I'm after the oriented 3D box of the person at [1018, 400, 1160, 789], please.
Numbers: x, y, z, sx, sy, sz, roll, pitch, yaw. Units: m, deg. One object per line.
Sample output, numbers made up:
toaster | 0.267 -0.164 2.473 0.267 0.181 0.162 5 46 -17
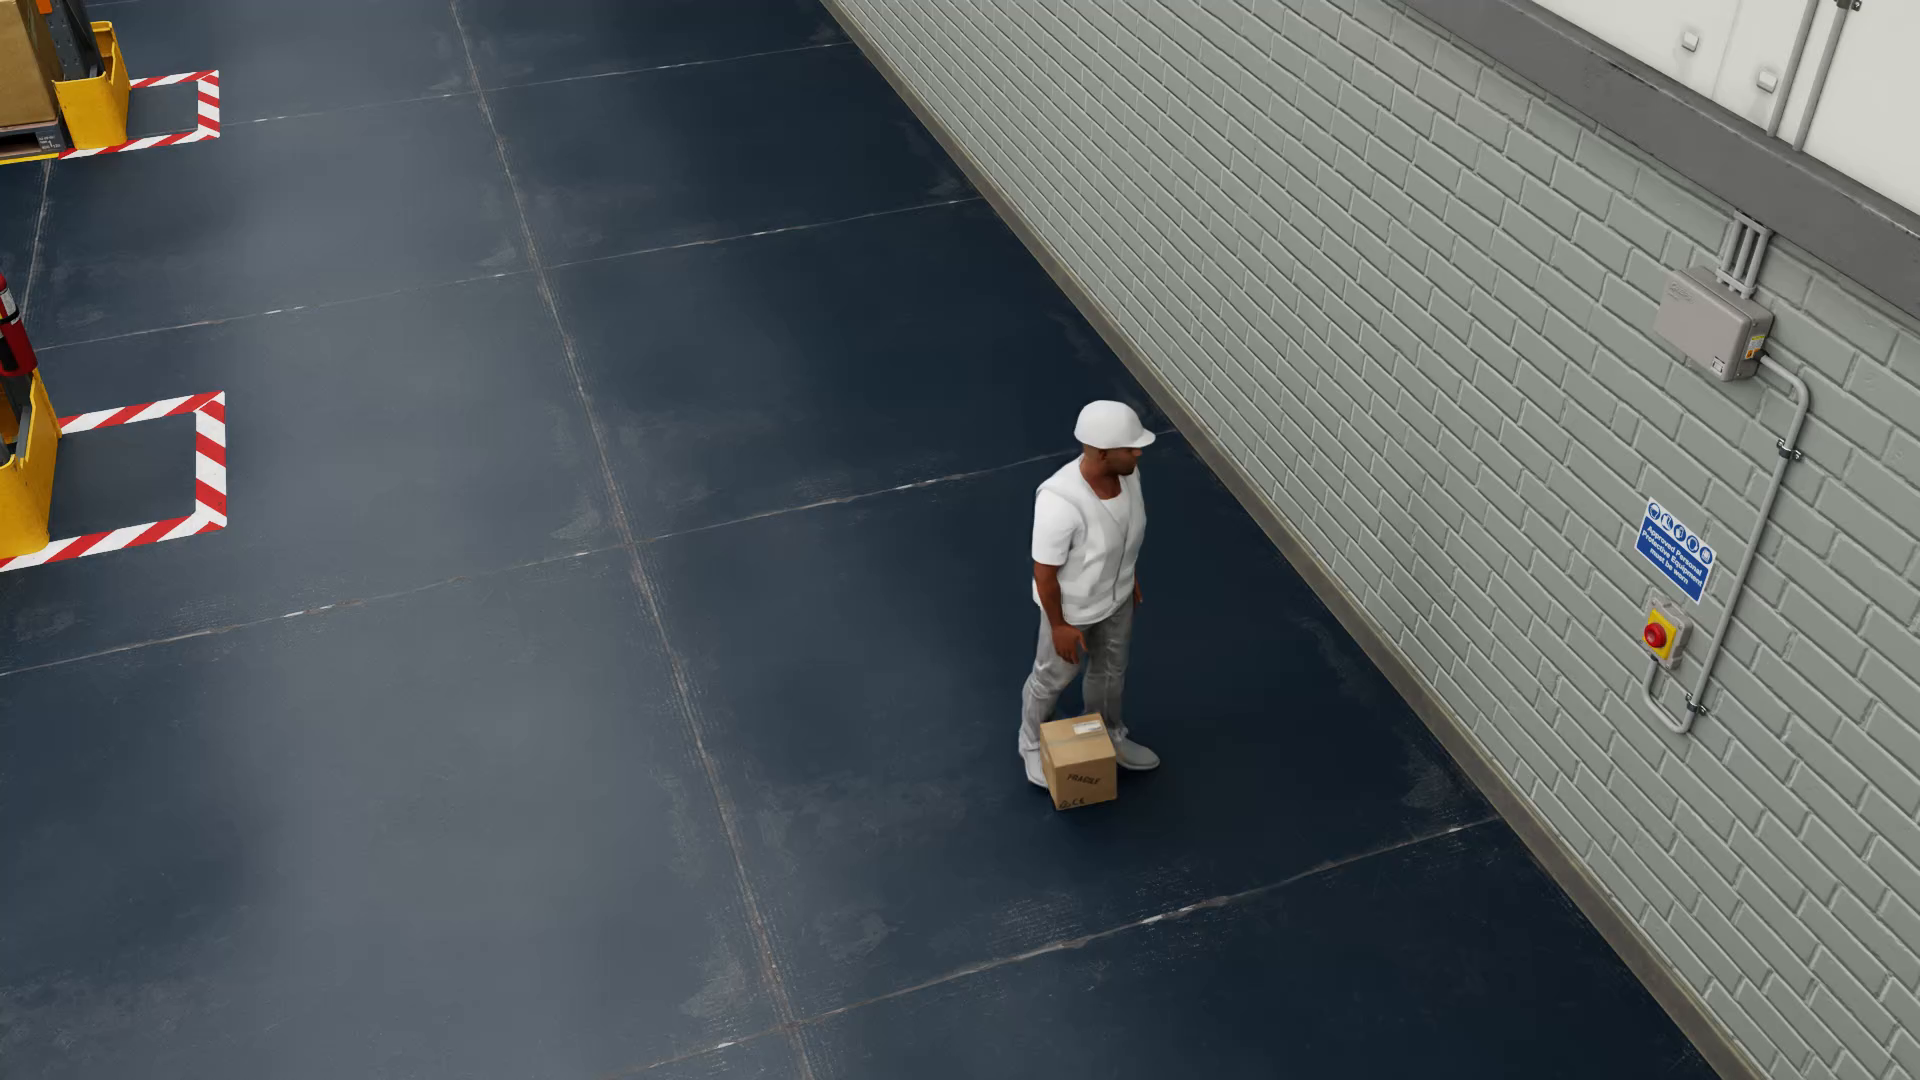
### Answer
person | 0.513 0.232 6.450 0.515 1.772 0.575 31 47 34
